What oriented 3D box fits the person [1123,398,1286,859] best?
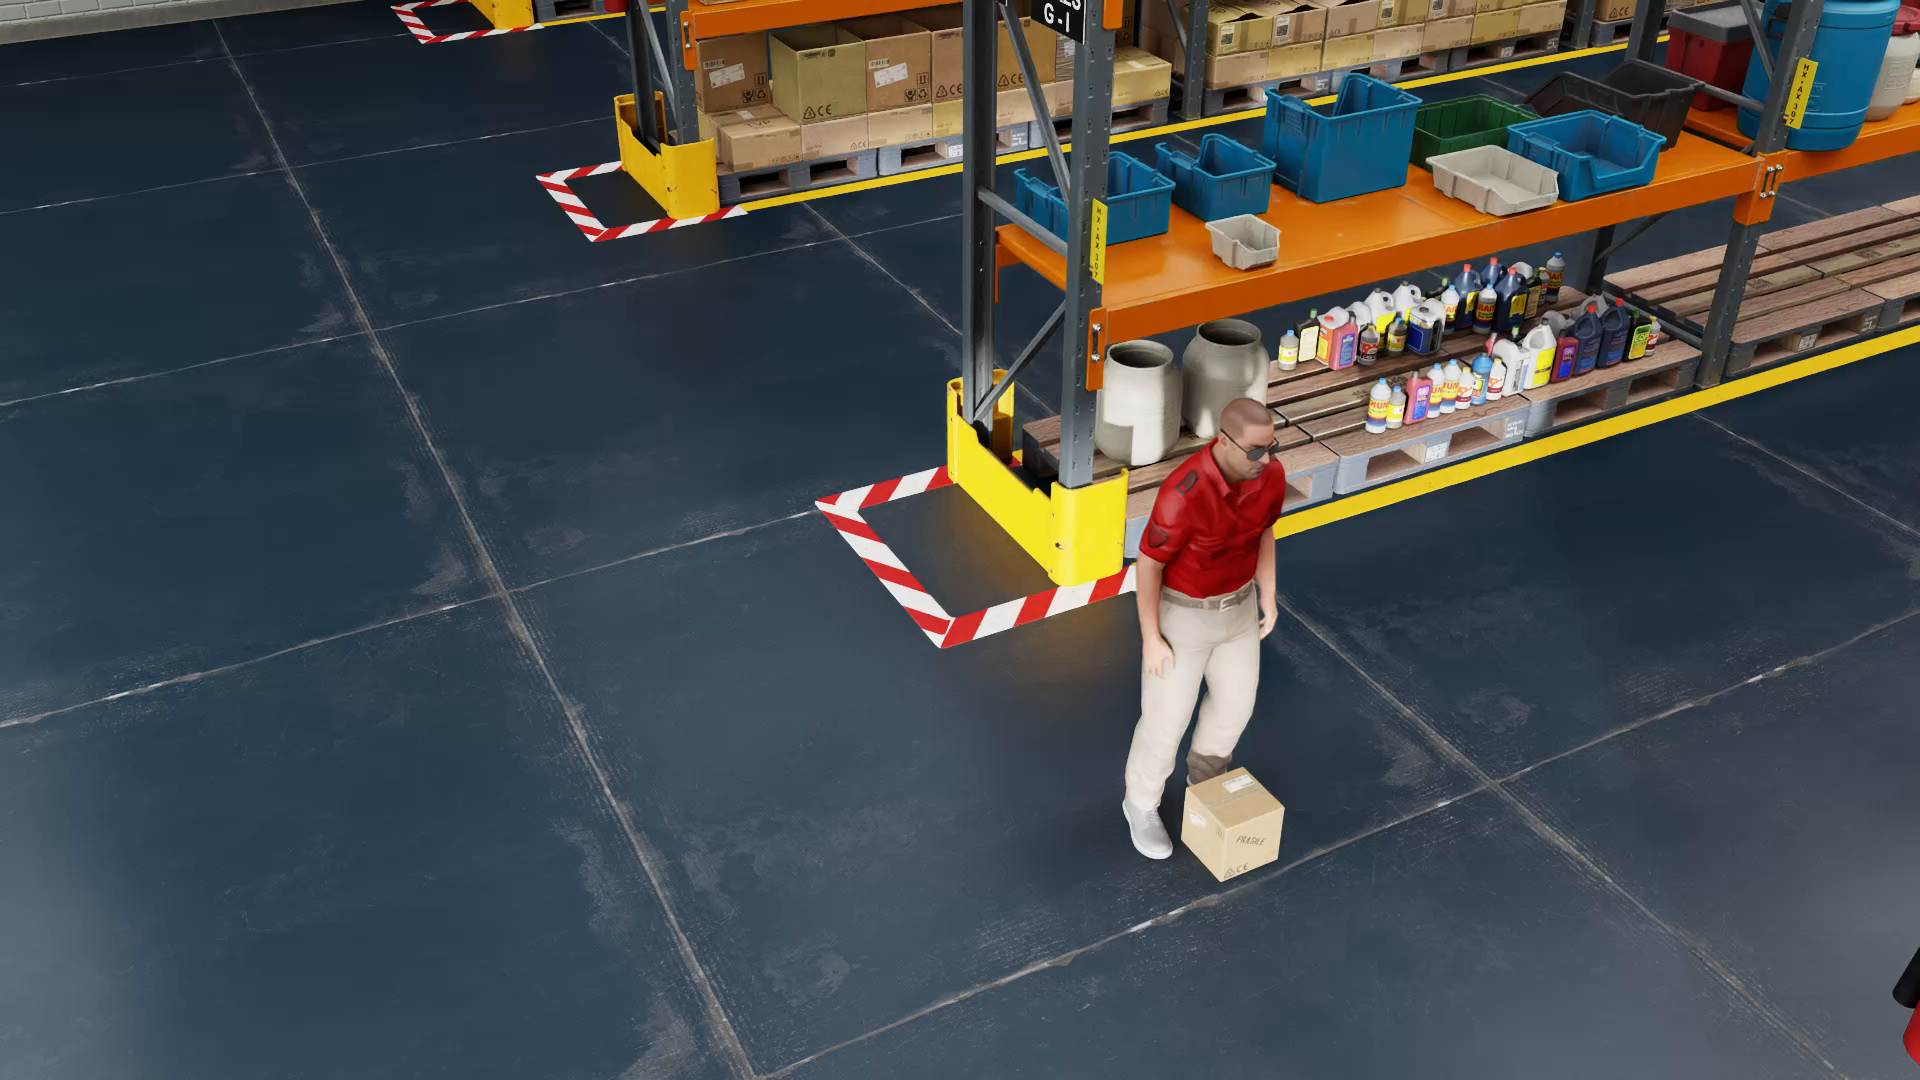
[{"bbox_3d":[0.854,0.272,5.730,0.605,1.726,0.401,-18,37,-26],"label":"person"}]
